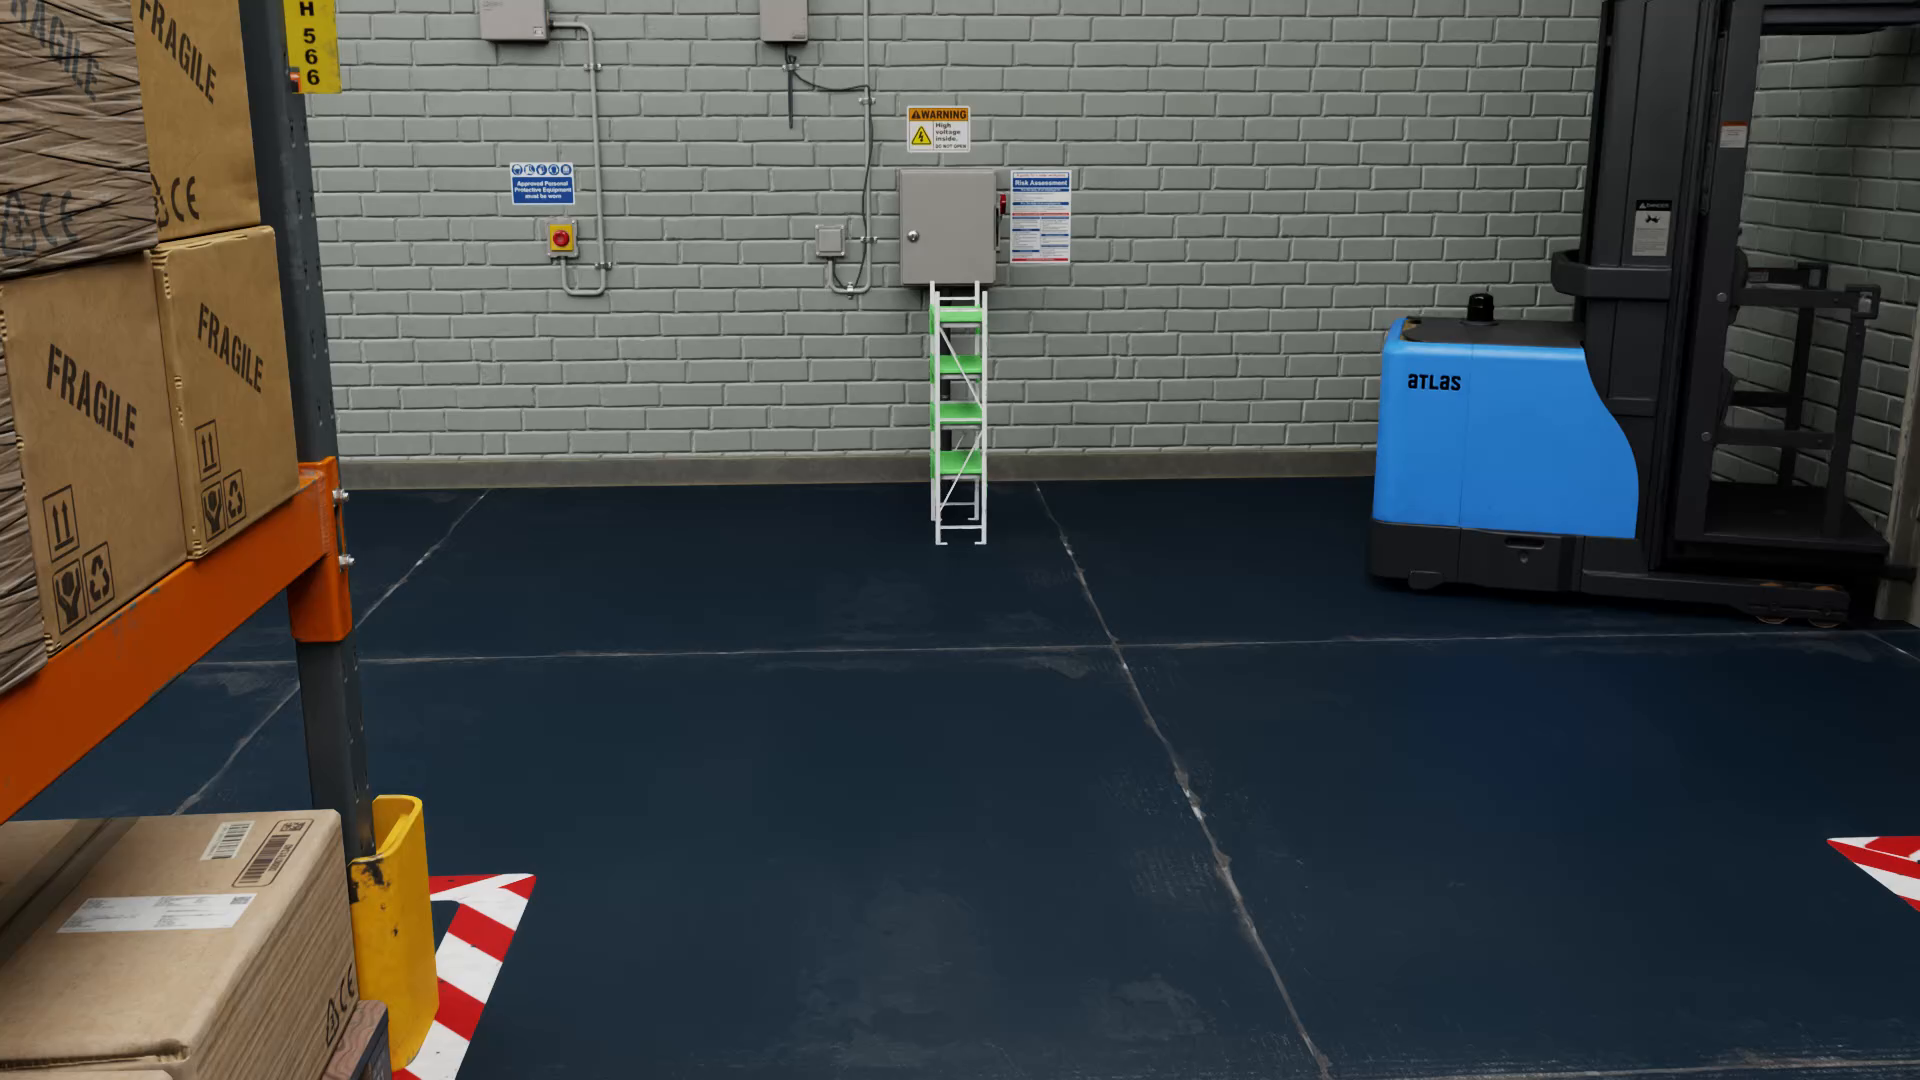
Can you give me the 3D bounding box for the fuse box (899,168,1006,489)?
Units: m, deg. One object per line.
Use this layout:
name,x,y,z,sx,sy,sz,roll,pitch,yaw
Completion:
fuse box,-0.045,-1.107,8.896,0.539,1.711,0.414,-1,14,-3

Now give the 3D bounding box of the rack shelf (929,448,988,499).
rack shelf,-0.010,-0.328,8.113,0.258,0.148,0.480,-1,14,-3

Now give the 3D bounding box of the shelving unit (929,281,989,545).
shelving unit,-0.010,-0.622,8.037,0.258,1.200,0.503,-1,14,-3

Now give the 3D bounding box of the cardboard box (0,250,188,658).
cardboard box,-1.468,-0.141,2.353,0.500,0.500,0.500,-1,14,-5

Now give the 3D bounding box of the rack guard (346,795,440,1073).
rack guard,-1.780,0.871,3.637,1.175,0.500,0.348,-1,14,-3

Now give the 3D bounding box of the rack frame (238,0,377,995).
rack frame,-1.778,-0.333,3.302,1.000,3.000,0.127,-1,14,-3

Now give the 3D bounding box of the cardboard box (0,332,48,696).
cardboard box,-1.427,-0.013,1.856,0.500,0.500,0.500,0,14,-2

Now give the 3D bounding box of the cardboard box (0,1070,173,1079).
cardboard box,-1.573,1.094,2.053,0.875,0.438,0.875,0,14,-2

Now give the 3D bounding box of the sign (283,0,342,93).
sign,-1.236,-1.014,3.147,0.100,0.325,0.005,-1,14,-3

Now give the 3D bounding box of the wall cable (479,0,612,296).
wall cable,-2.151,-2.242,8.620,0.585,1.953,0.123,-1,14,-3

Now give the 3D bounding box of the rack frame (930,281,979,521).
rack frame,-0.025,-0.683,8.273,0.240,1.200,0.015,-1,14,-3

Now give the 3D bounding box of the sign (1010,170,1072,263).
sign,0.435,-1.745,8.978,0.329,0.494,0.001,-1,14,-3

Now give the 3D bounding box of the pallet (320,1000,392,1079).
pallet,-1.651,1.215,2.881,1.003,0.211,1.213,-1,14,-3

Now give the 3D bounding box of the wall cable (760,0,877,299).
wall cable,-0.736,-2.252,8.721,0.588,1.984,0.122,-1,14,-3

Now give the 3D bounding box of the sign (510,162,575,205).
sign,-2.203,-1.881,8.773,0.327,0.218,0.001,-1,14,-3

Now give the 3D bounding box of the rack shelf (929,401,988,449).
rack shelf,-0.010,-0.560,8.053,0.258,0.148,0.480,-1,14,-3

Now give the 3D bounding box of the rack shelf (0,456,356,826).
rack shelf,-1.654,0.513,1.458,1.077,0.370,4.000,-1,14,-3

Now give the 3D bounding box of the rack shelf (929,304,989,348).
rack shelf,-0.010,-1.025,7.933,0.258,0.148,0.480,-1,14,-3

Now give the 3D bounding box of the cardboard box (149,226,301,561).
cardboard box,-1.484,-0.266,2.839,0.500,0.500,0.500,-1,14,-3

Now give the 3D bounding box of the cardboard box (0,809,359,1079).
cardboard box,-1.638,0.867,2.937,0.875,0.438,0.875,-1,14,-5

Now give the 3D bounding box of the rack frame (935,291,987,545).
rack frame,0.005,-0.562,7.801,0.240,1.200,0.015,-1,14,-3

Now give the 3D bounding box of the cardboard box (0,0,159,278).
cardboard box,-1.449,-0.620,2.210,0.500,0.500,0.500,-1,14,-3

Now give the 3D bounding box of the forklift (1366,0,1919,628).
forklift,3.338,-1.214,6.862,3.031,2.935,1.130,4,15,16

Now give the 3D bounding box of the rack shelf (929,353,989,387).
rack shelf,-0.010,-0.793,7.993,0.258,0.148,0.480,-1,14,-3

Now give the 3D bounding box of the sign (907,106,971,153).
sign,-0.113,-2.182,8.830,0.339,0.242,0.001,-1,14,-3

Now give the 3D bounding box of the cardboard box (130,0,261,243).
cardboard box,-1.511,-0.750,2.713,0.500,0.500,0.500,0,14,-2
